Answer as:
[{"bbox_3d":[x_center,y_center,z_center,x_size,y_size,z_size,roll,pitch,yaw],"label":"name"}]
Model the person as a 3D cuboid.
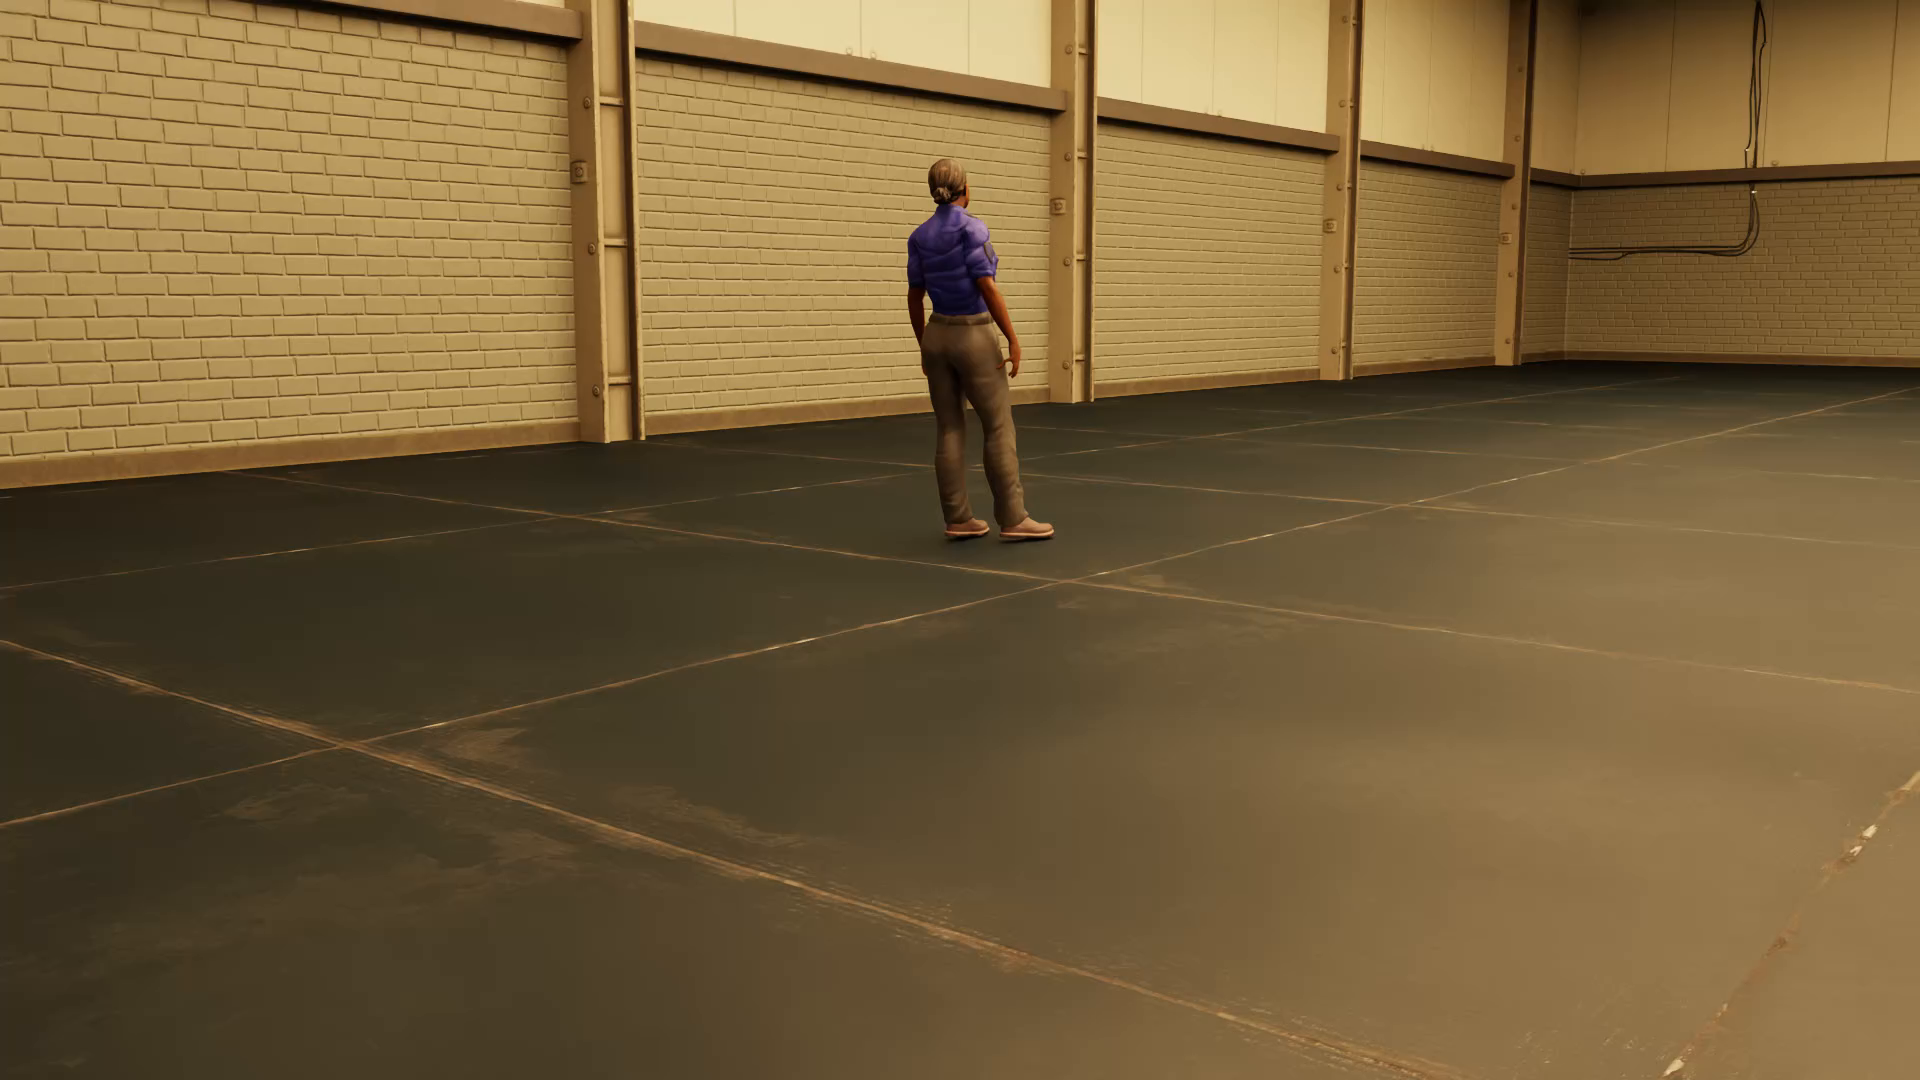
[{"bbox_3d":[0.070,-0.834,7.339,0.569,1.654,0.504,7,11,38],"label":"person"}]
